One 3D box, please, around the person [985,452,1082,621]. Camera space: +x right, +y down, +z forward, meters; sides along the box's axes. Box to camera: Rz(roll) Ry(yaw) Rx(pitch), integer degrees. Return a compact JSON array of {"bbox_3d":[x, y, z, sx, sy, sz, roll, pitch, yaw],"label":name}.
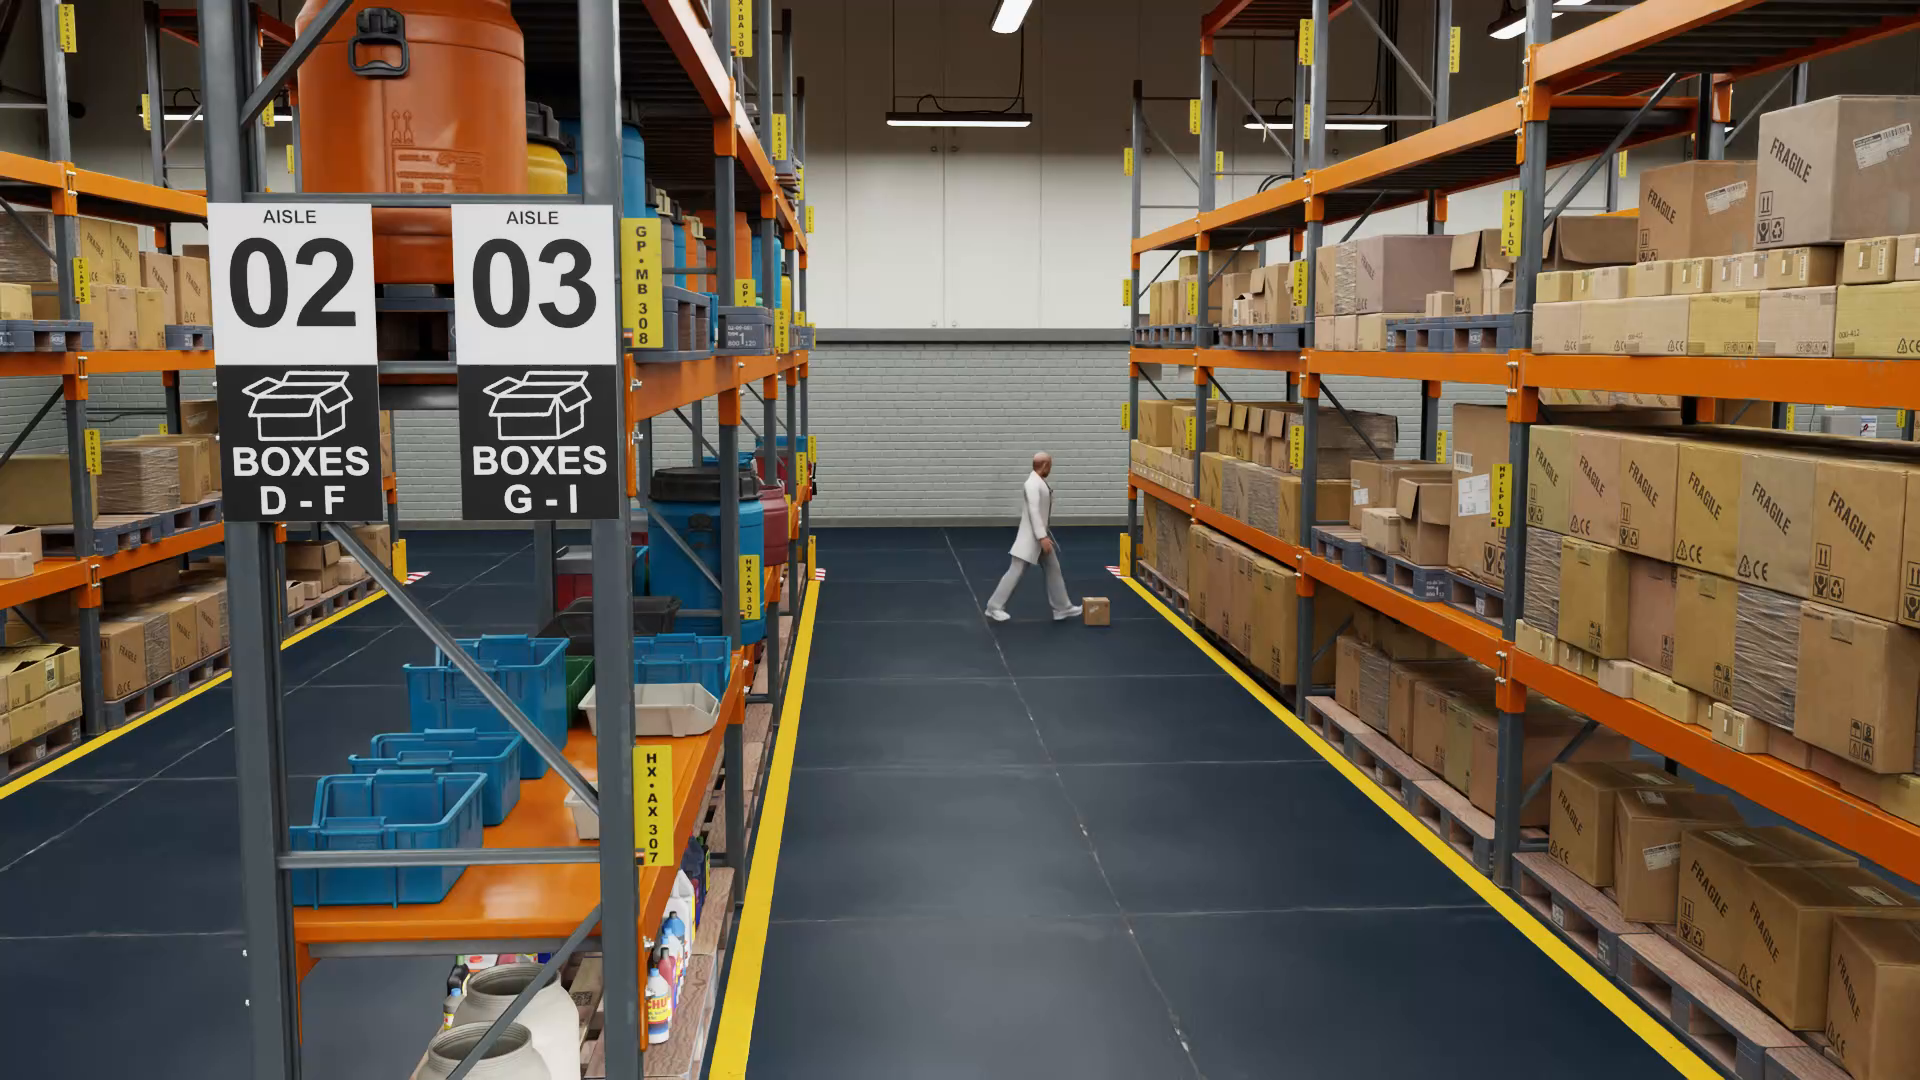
[{"bbox_3d":[0.771,-0.024,17.037,0.998,1.744,0.704,2,7,15],"label":"person"}]
